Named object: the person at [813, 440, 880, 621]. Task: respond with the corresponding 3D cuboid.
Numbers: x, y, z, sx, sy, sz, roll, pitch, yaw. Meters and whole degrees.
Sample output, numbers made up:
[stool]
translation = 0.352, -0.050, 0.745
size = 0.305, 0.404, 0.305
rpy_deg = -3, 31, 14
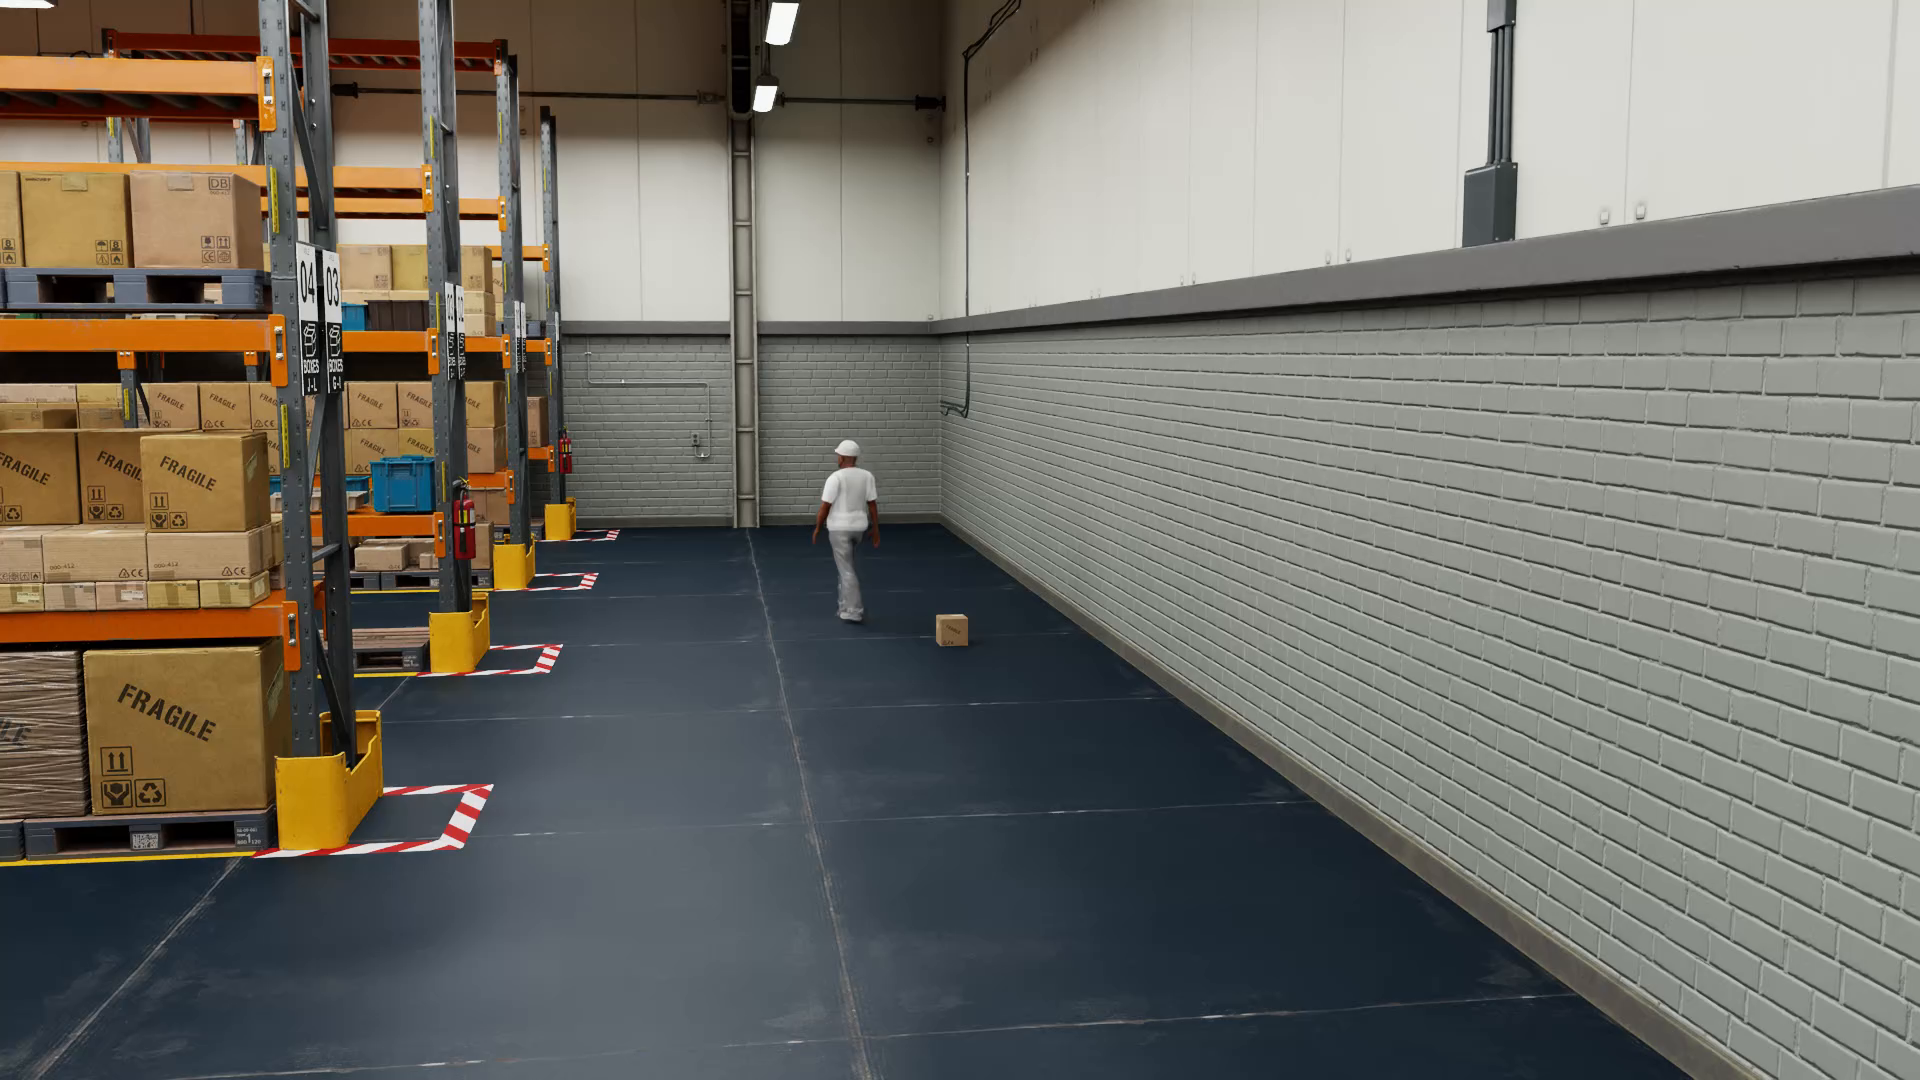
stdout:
[person]
translation = -1.127, -0.065, 16.282
size = 0.623, 1.825, 0.595
rpy_deg = -6, 9, -44
